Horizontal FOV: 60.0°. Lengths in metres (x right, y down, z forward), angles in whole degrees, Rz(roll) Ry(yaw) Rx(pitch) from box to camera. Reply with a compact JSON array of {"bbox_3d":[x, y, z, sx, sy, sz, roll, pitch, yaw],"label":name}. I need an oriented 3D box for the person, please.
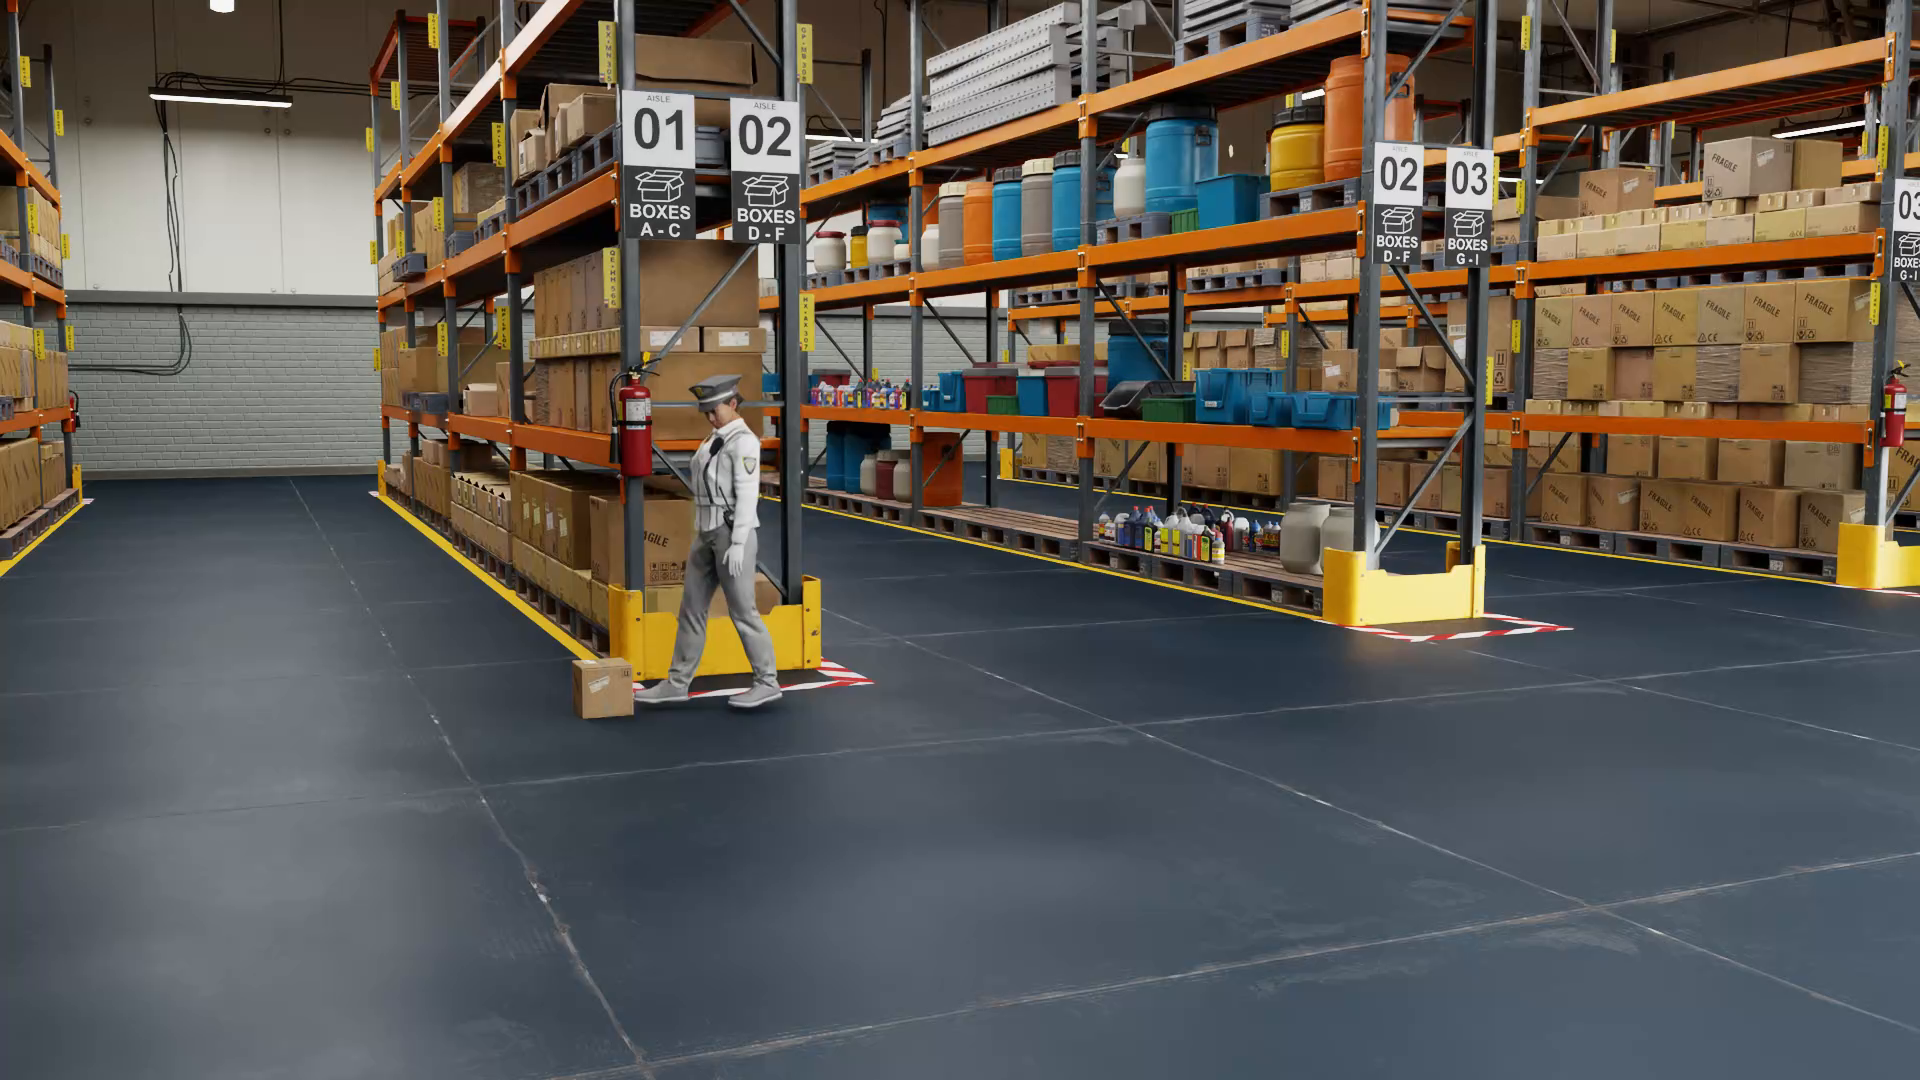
[{"bbox_3d":[-1.246,0.011,8.218,0.702,1.650,0.523,-3,6,-28],"label":"person"}]
